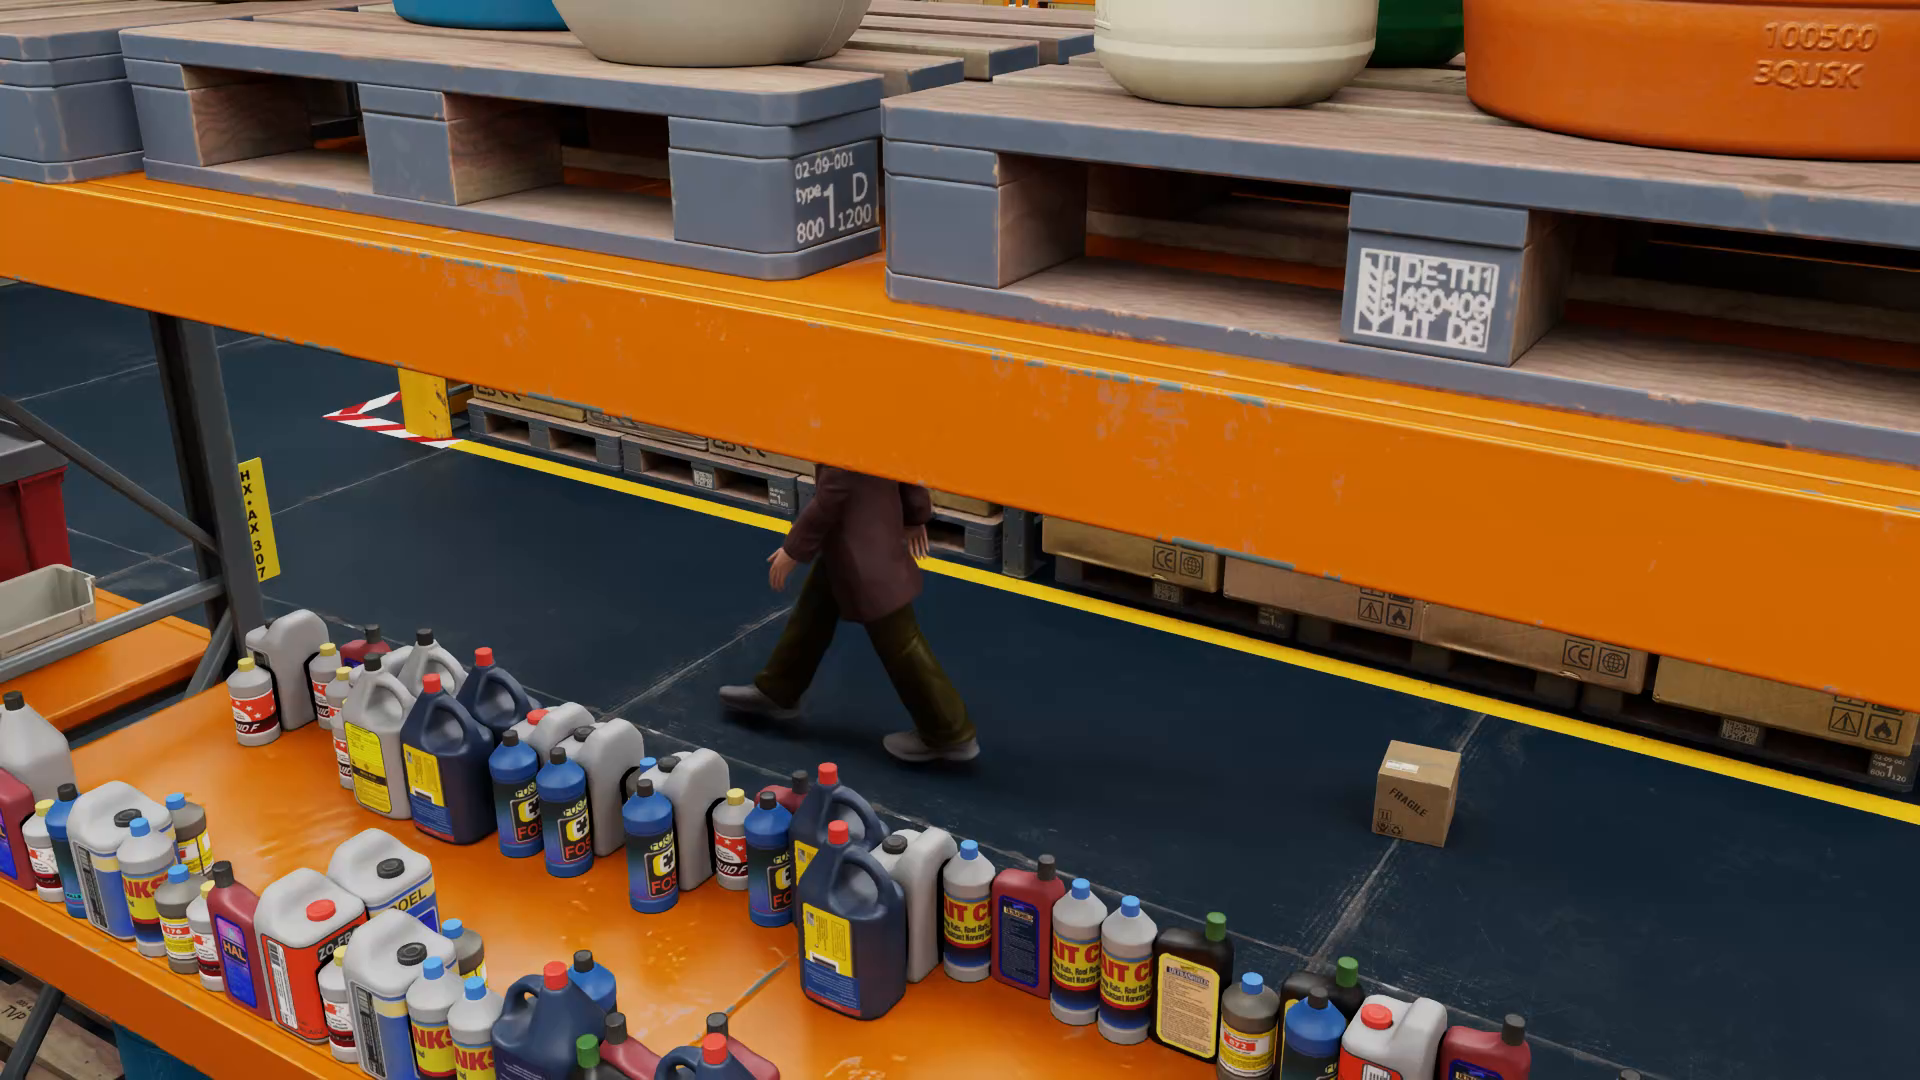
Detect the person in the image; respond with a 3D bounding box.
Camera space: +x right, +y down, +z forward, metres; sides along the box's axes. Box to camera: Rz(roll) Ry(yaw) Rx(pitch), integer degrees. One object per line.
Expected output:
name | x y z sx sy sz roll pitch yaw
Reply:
person | -0.474 -0.019 6.128 1.130 1.714 0.614 3 23 8
